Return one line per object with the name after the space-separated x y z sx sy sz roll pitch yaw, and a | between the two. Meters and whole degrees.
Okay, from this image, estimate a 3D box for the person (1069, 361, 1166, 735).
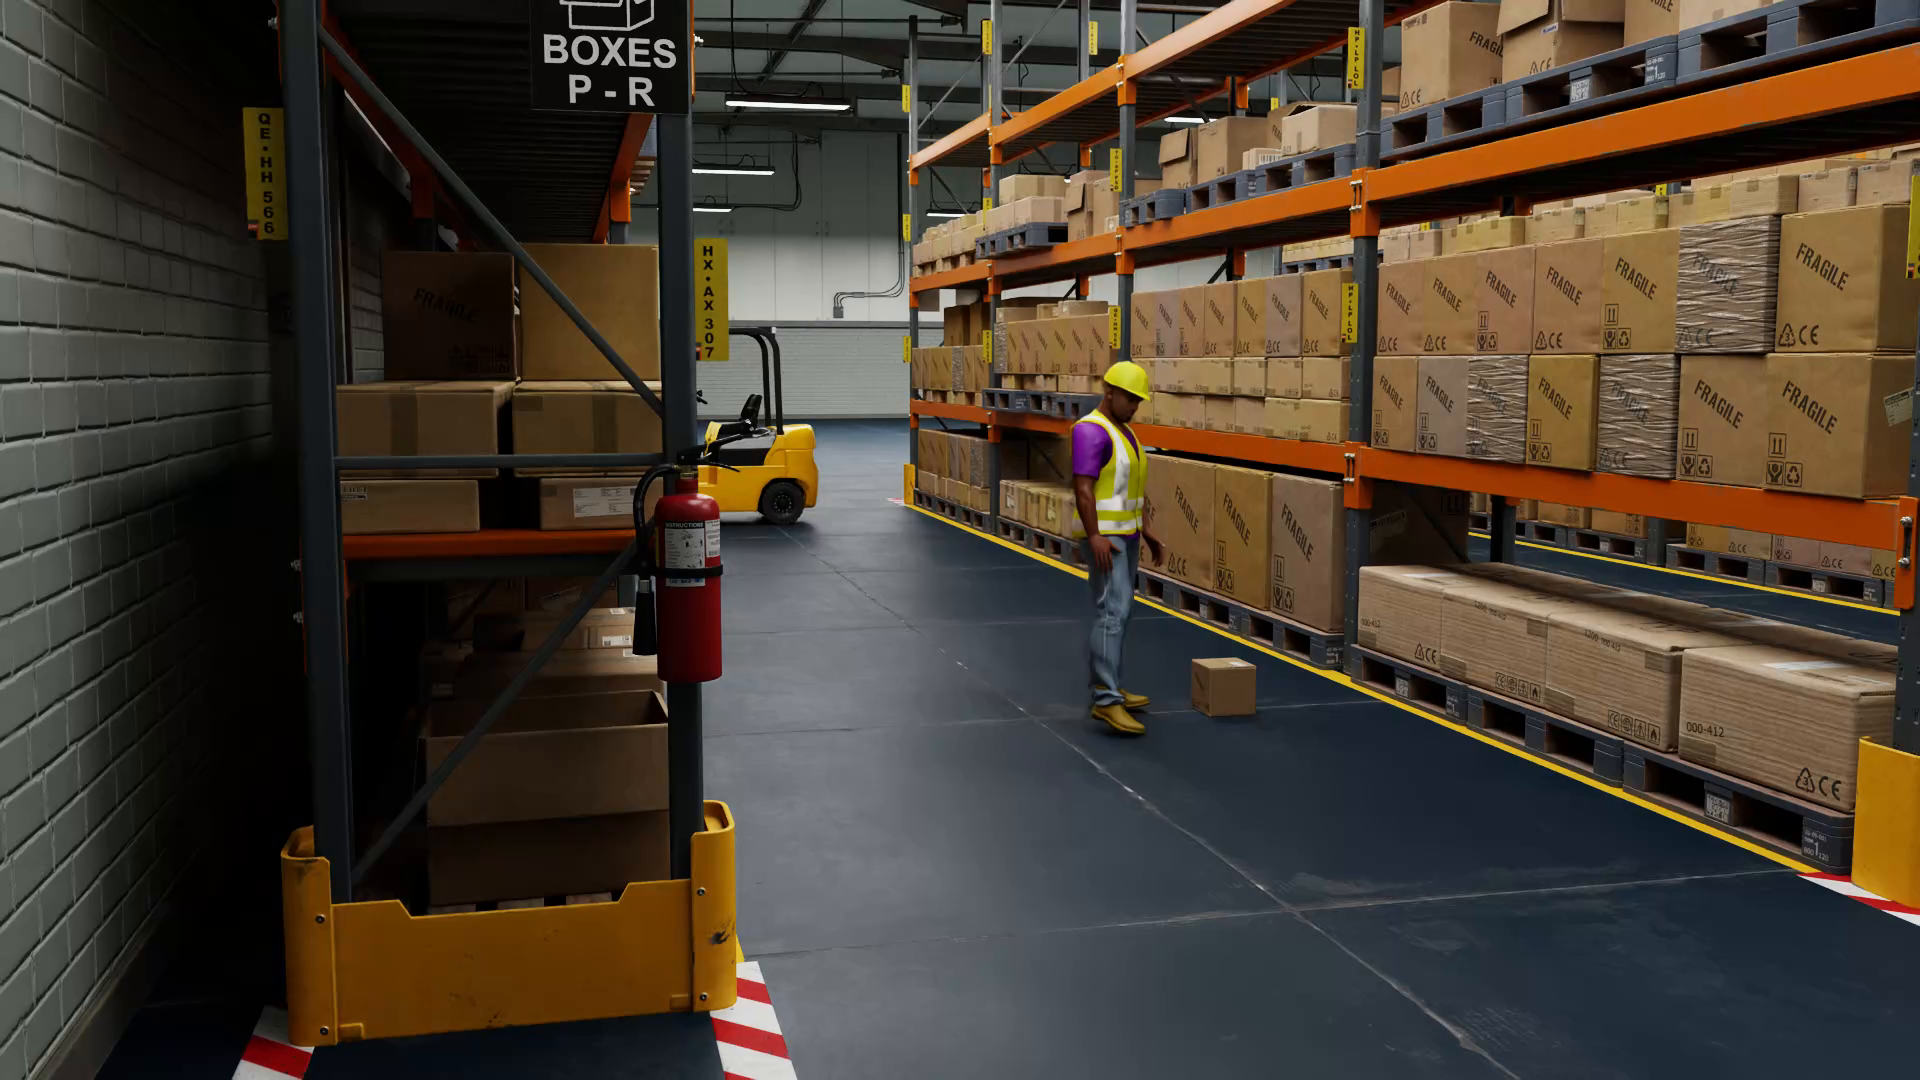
0.782 0.007 8.179 0.501 1.762 0.763 3 7 24 | person
